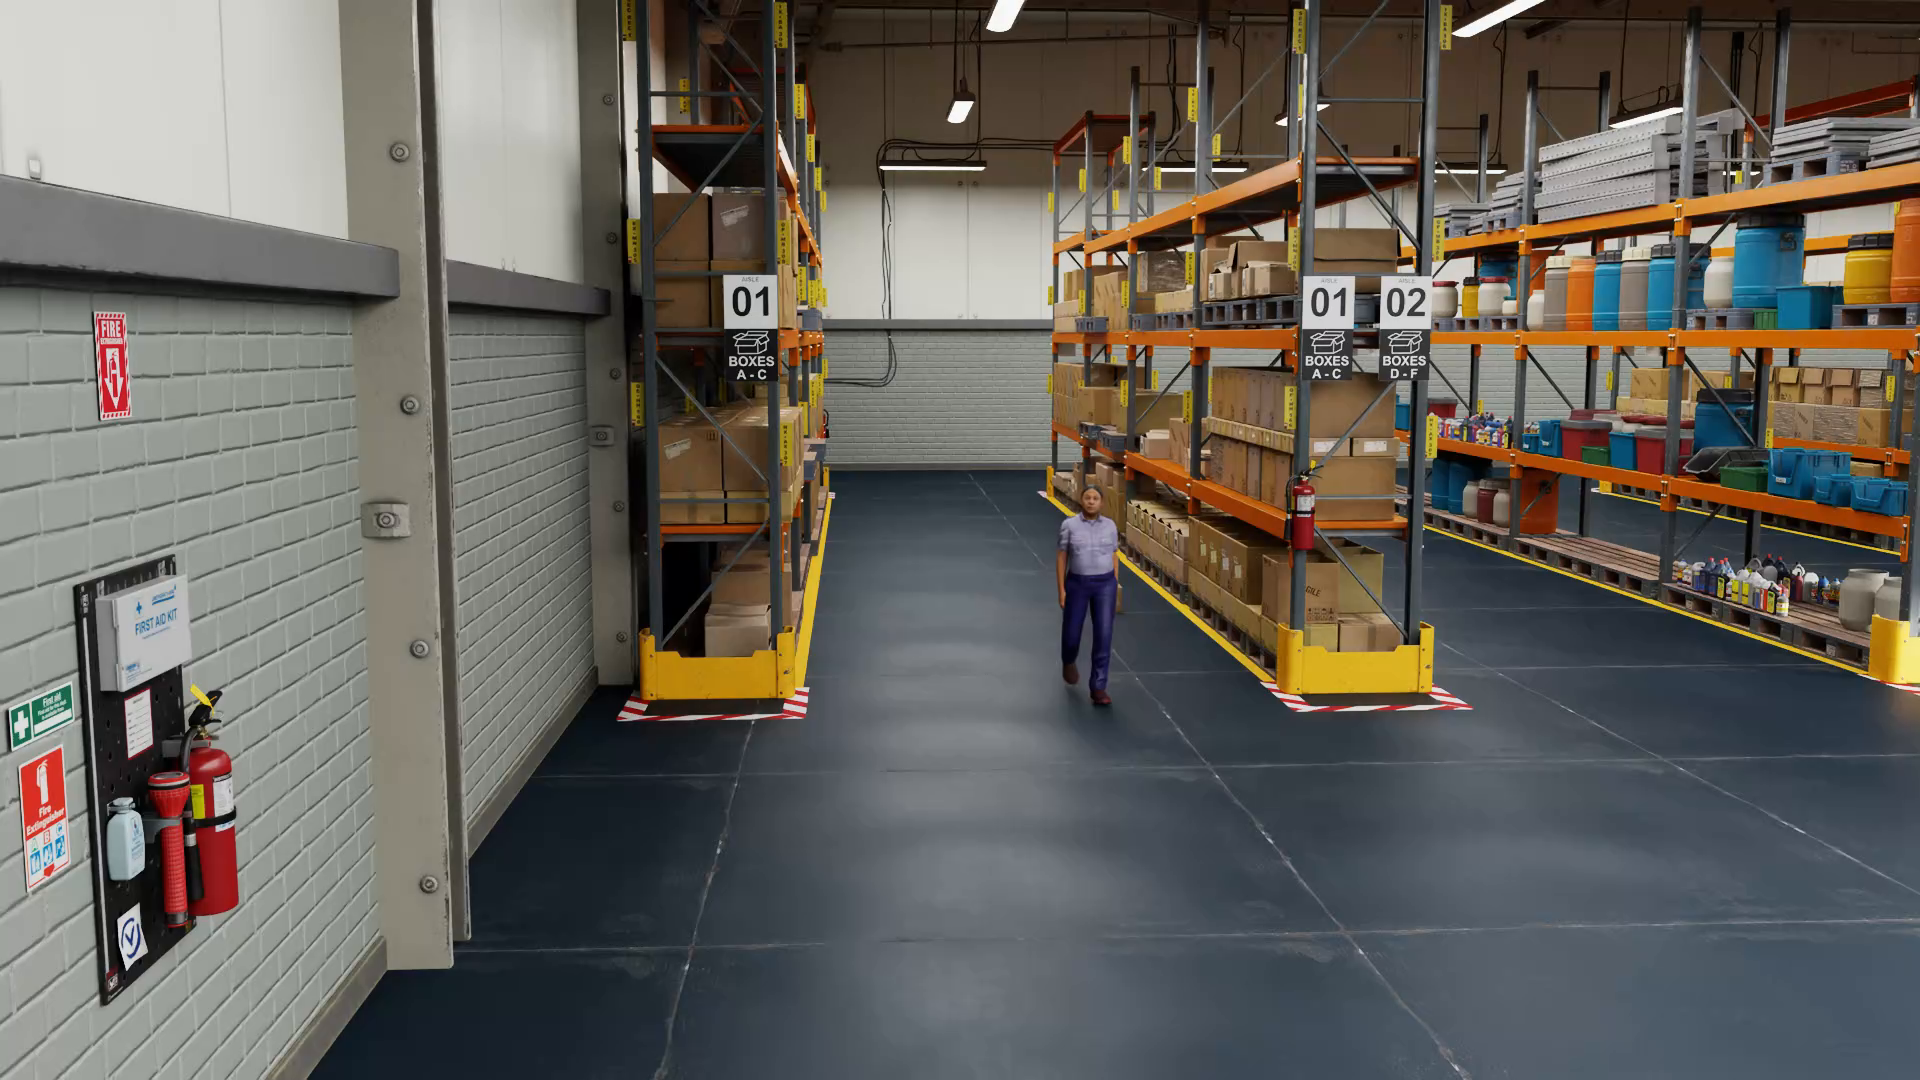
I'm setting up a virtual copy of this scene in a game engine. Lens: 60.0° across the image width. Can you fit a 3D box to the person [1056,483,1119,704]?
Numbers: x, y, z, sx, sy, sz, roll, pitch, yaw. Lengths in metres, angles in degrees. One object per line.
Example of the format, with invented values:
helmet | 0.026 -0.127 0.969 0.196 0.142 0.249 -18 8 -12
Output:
person | 0.967 0.380 12.603 0.482 1.621 0.736 -1 7 -4
